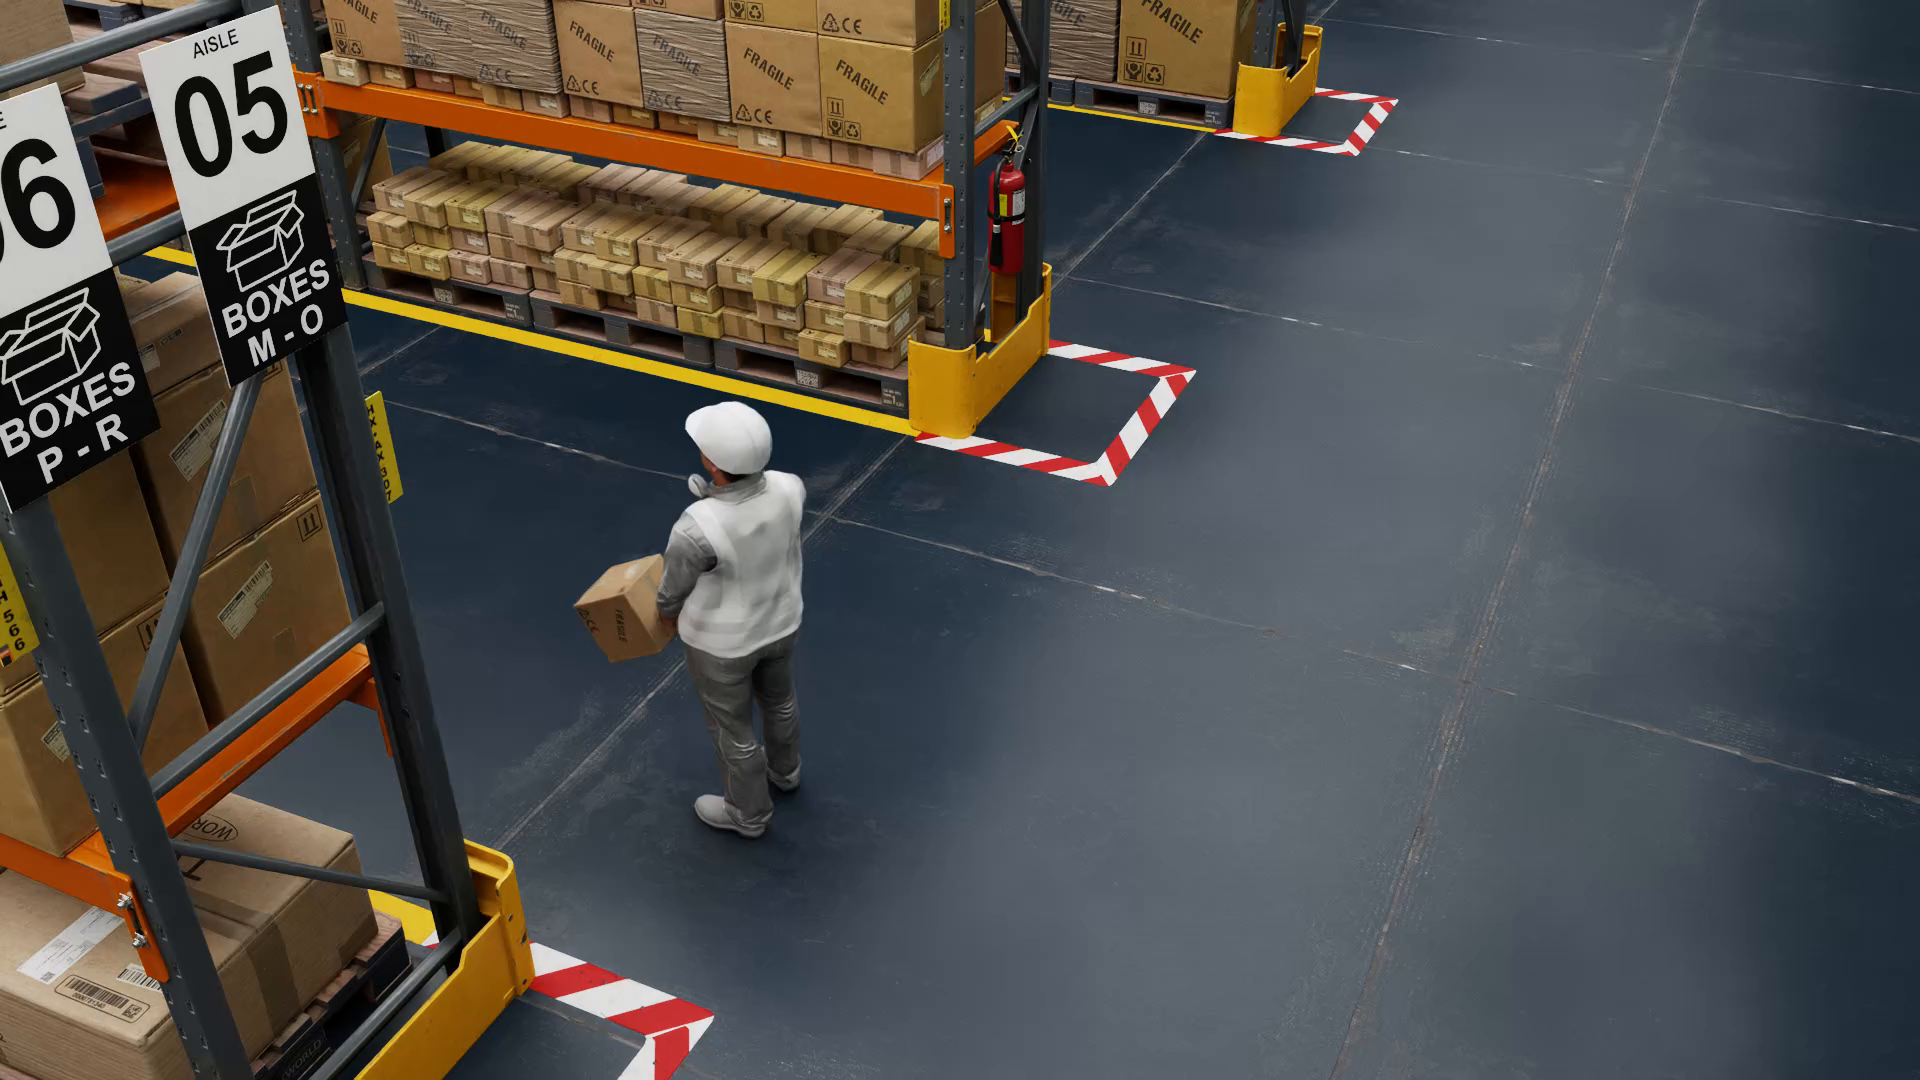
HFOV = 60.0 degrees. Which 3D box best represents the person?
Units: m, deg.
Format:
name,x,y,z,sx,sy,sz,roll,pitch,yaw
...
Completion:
name,x,y,z,sx,sy,sz,roll,pitch,yaw
person,-0.793,0.265,5.709,0.526,1.775,0.523,-27,42,-35
